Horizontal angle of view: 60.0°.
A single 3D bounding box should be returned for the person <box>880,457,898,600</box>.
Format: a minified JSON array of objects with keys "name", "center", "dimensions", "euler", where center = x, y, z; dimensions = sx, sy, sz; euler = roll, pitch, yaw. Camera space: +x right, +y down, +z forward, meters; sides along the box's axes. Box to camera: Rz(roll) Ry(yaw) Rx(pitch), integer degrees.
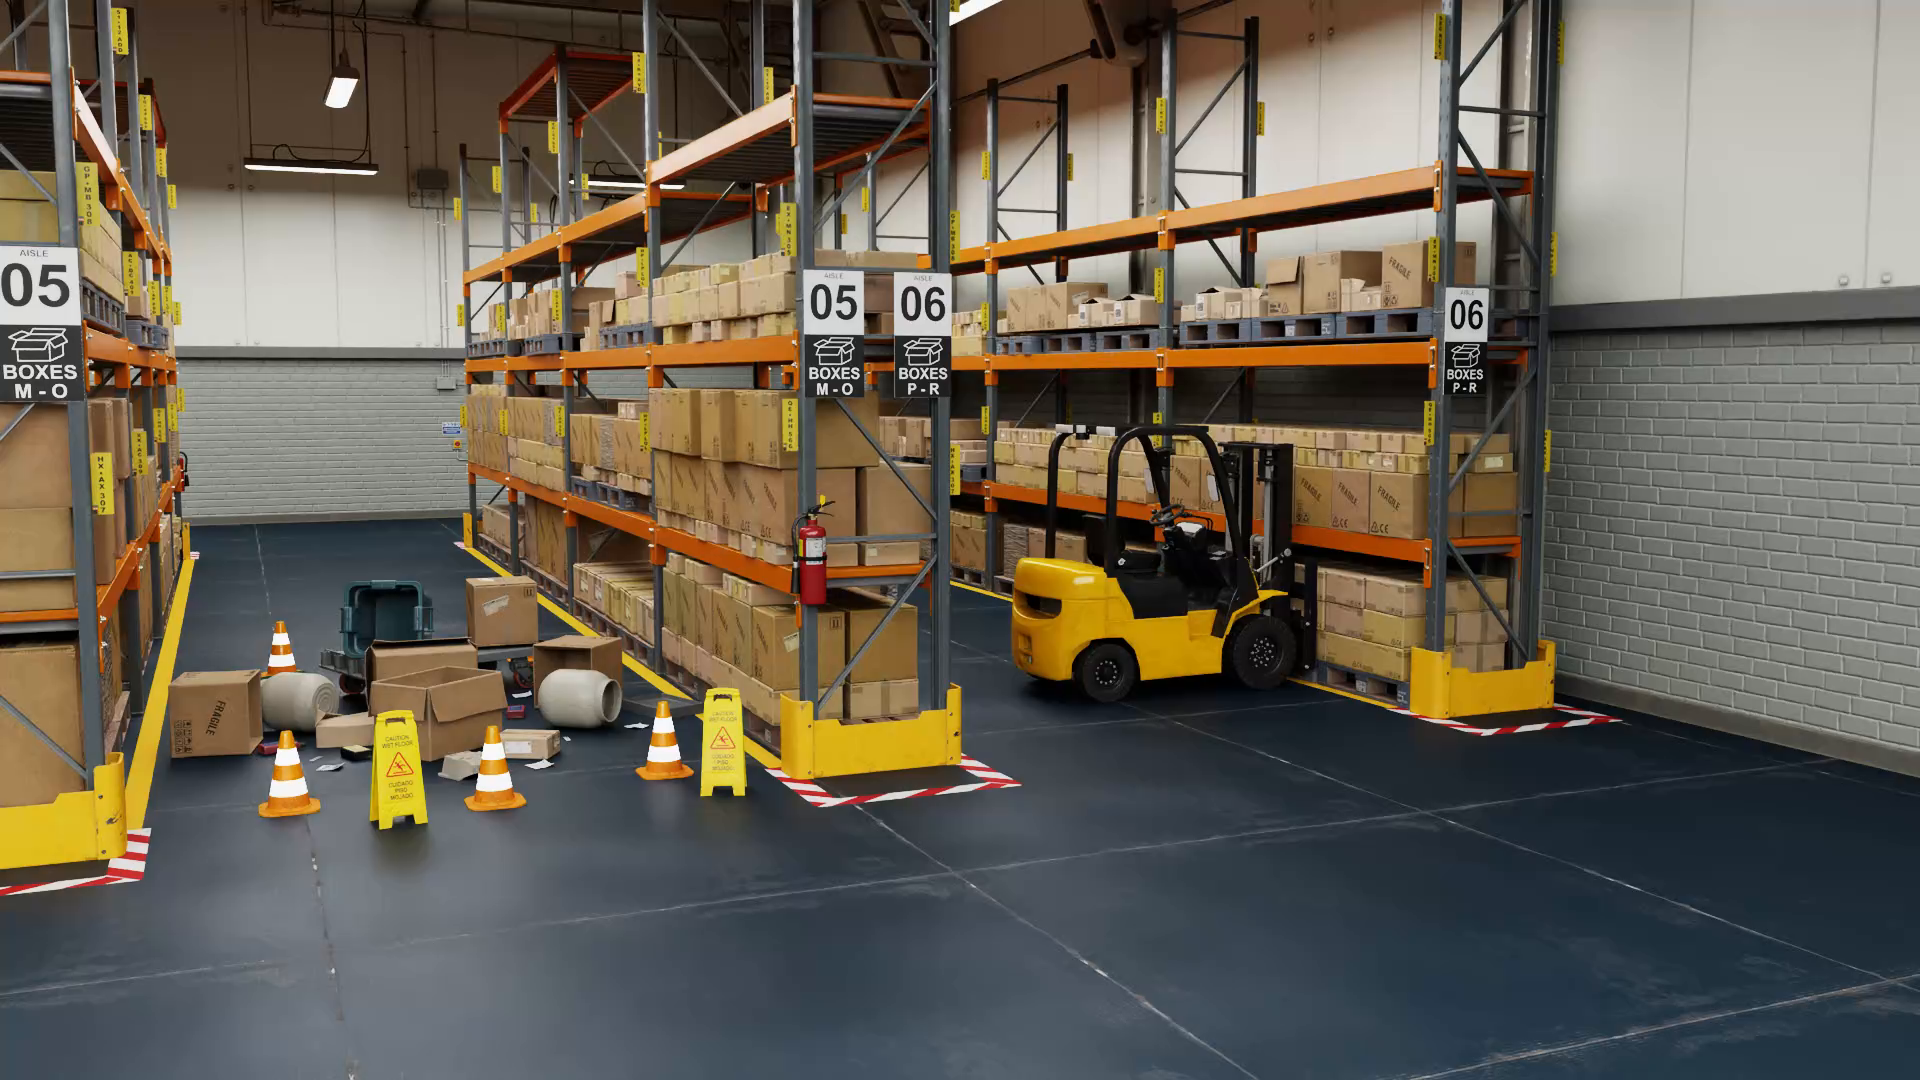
[{"name":"person","center":[-0.838,-0.104,18.691],"dimensions":[0.375,1.661,0.541],"euler":[-3,6,-27]}]
